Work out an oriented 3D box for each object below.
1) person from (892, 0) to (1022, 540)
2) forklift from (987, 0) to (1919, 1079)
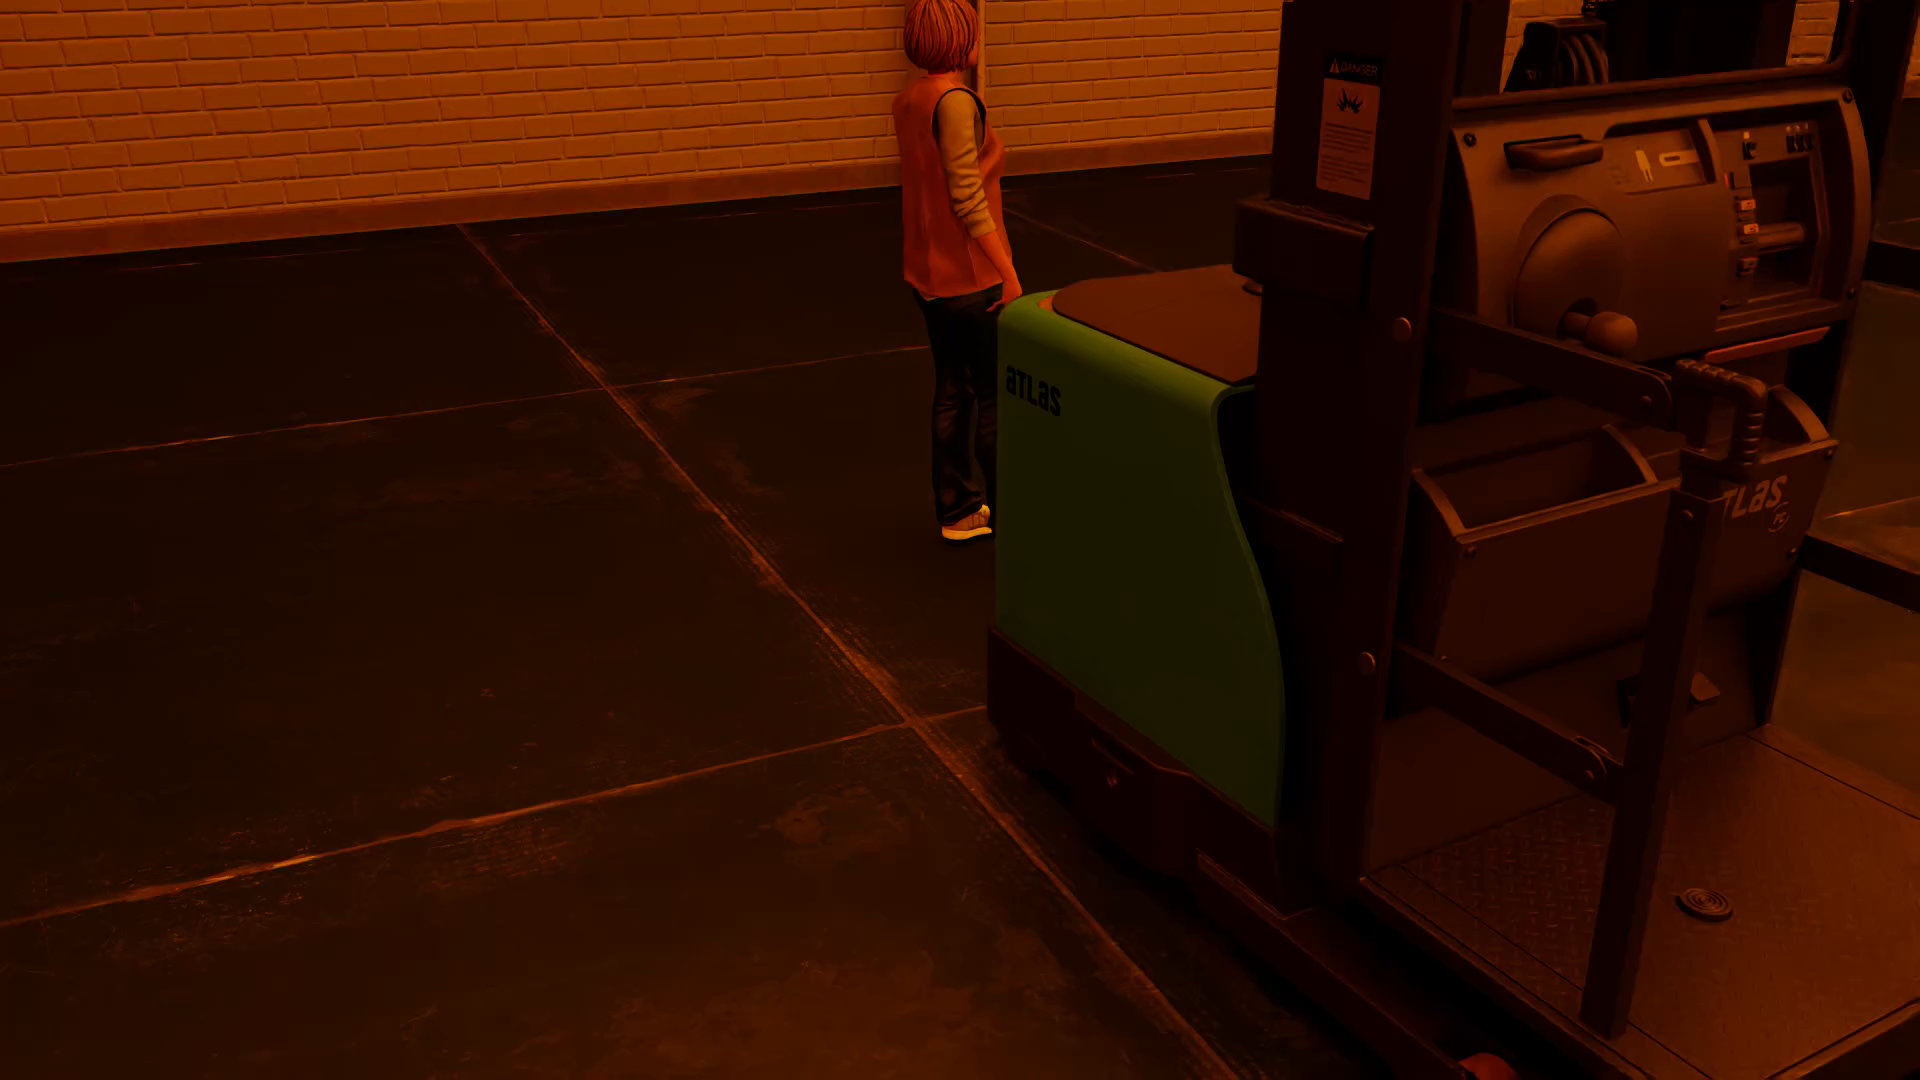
[{"bbox_3d":[0.073,-0.750,4.816,0.473,1.595,0.521,-10,25,-23],"label":"person"},{"bbox_3d":[1.238,-0.488,2.460,1.130,2.935,3.031,-13,26,-28],"label":"forklift"}]
